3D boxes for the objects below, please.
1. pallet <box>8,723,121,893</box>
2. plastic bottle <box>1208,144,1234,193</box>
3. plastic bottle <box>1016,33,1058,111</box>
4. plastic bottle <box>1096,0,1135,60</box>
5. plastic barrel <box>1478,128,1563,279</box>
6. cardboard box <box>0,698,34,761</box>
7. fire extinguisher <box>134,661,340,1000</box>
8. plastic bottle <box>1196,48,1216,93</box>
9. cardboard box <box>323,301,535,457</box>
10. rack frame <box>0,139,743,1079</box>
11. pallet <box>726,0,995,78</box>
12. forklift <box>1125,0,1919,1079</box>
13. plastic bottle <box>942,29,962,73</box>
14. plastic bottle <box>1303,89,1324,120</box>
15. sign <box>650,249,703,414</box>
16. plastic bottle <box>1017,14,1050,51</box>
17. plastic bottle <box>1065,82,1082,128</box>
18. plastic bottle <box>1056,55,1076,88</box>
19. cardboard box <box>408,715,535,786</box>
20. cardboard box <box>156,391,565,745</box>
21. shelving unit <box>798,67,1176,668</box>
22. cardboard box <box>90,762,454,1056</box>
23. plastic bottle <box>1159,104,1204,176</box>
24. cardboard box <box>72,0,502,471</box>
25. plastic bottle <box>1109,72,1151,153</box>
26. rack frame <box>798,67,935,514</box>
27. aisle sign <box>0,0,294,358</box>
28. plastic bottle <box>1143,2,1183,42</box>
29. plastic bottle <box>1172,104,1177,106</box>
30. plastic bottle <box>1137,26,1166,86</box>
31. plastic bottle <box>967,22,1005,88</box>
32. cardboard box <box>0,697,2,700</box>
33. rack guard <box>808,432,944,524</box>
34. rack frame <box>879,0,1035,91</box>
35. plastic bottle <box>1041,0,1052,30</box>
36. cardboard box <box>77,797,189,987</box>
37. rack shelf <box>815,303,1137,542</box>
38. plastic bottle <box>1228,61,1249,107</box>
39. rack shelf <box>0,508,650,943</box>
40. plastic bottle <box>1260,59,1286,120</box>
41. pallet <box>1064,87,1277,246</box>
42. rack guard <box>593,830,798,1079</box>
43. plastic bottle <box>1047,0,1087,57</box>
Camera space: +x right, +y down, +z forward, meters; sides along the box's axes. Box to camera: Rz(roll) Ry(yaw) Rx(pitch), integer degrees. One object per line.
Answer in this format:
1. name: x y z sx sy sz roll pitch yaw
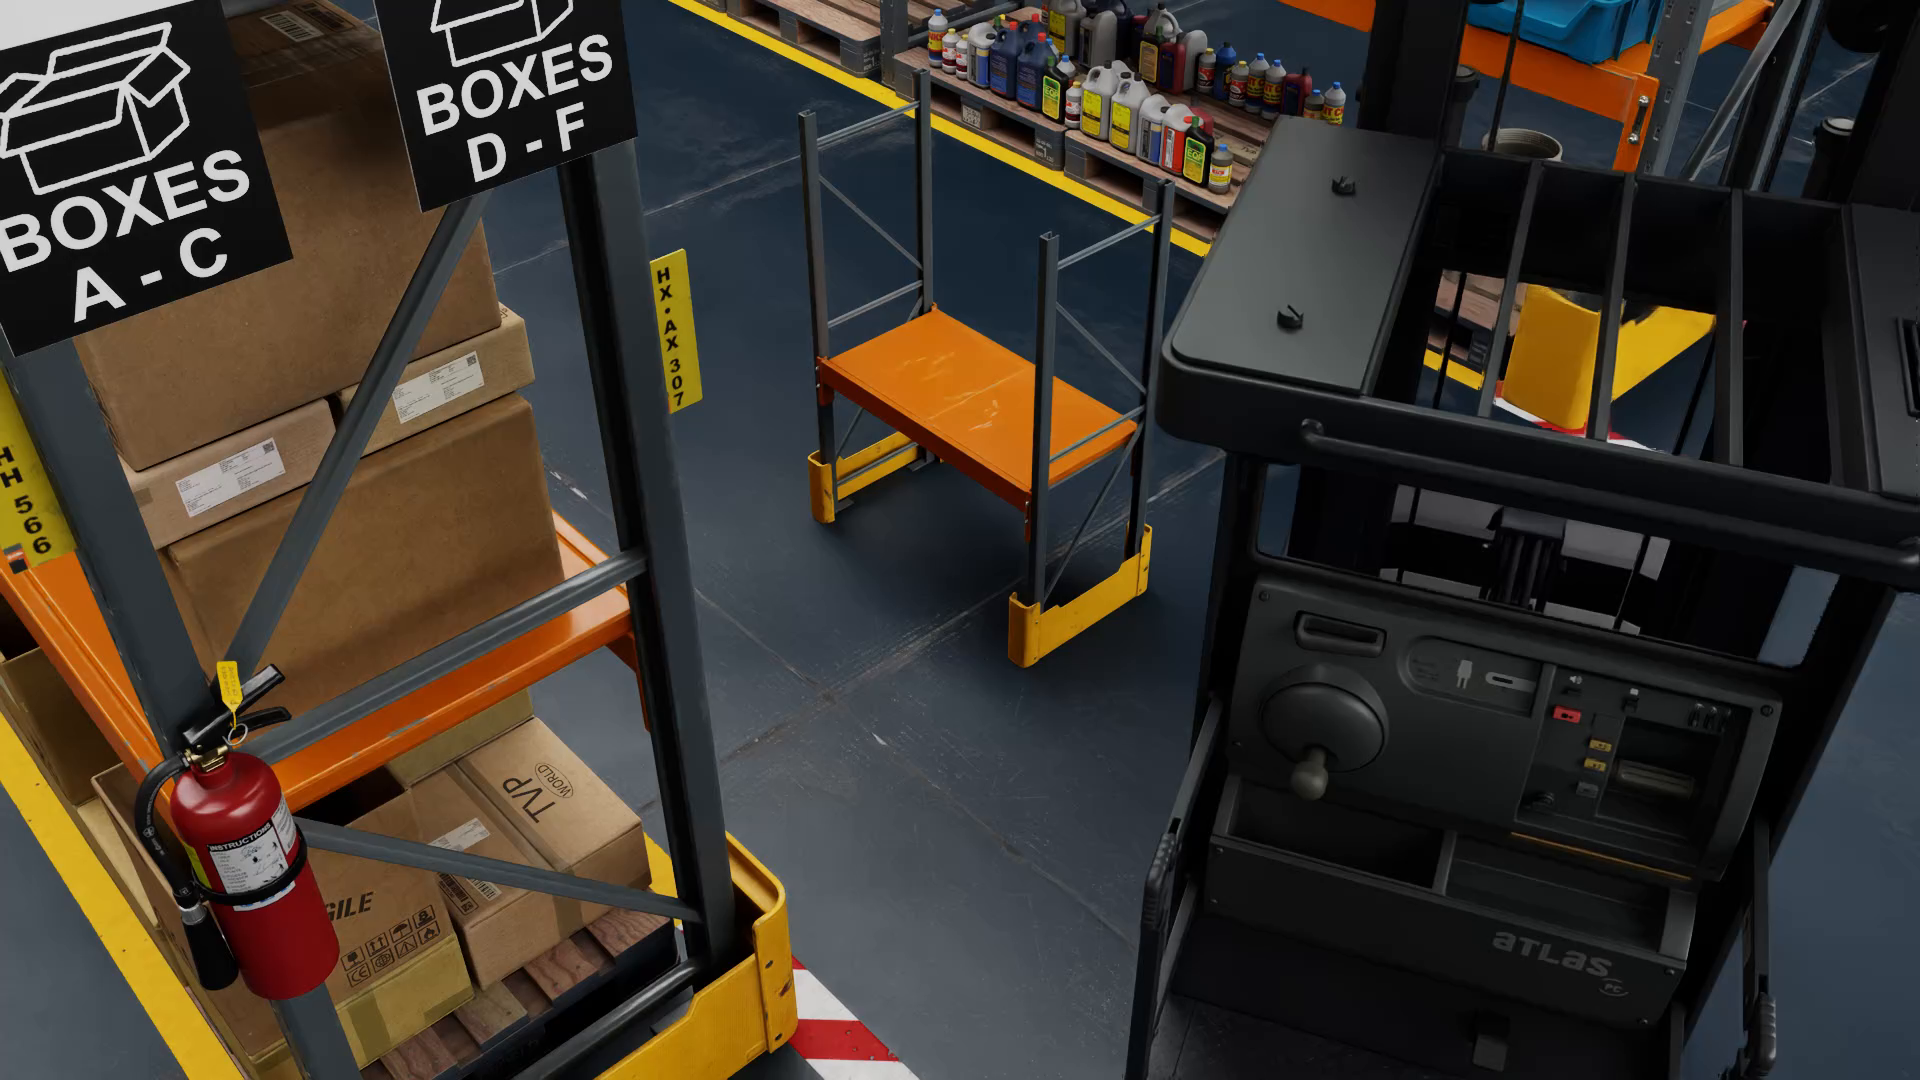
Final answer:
1. pallet: -2.316 0.406 5.079 1.003 0.211 1.213 -30 48 -32
2. plastic bottle: 1.139 -1.627 7.255 0.097 0.201 0.097 0 39 0
3. plastic bottle: 0.366 -2.236 7.889 0.185 0.351 0.144 32 49 33
4. plastic bottle: 0.776 -2.609 8.351 0.185 0.351 0.144 32 49 33
5. plastic barrel: 2.202 -1.349 6.679 0.421 0.512 0.421 0 39 0
6. cardboard box: -2.551 0.317 4.825 0.500 0.250 0.500 -30 48 -32
7. fire extinguisher: -1.209 0.504 2.800 0.296 0.674 0.183 -30 48 -32
8. plastic bottle: 1.202 -2.281 8.064 0.097 0.201 0.097 0 39 0
9. cardboard box: -1.054 -0.342 3.191 0.380 0.149 0.250 -30 48 -32
10. rack frame: -0.947 0.222 3.088 1.000 3.000 0.127 -30 48 -32
11. pallet: -0.561 -2.995 9.290 1.003 0.211 1.213 -30 48 -32
12. forklift: 0.905 0.423 2.894 1.130 2.935 3.031 13 41 15
13. plastic bottle: -0.040 -2.434 8.254 0.097 0.201 0.097 0 39 0
14. plastic bottle: 1.637 -1.983 7.695 0.097 0.201 0.097 0 39 0
15. sign: -0.534 -0.379 3.080 0.100 0.325 0.005 -30 48 -32
16. plastic bottle: 0.345 -2.384 8.073 0.144 0.351 0.185 -30 48 -32
17. plastic bottle: 0.541 -2.037 7.762 0.097 0.201 0.097 0 39 0
18. plastic bottle: 0.494 -2.153 7.849 0.097 0.271 0.097 0 39 0
19. cardboard box: -1.487 0.556 4.529 0.500 0.250 0.500 -30 48 -32
20. cardboard box: -1.254 -0.038 3.331 0.700 0.500 0.500 -30 48 -32
21. shelving unit: 0.052 -0.548 5.235 0.587 1.500 1.083 -30 48 -32
22. cardboard box: -1.529 0.715 3.735 0.500 0.500 0.500 -30 48 -32
23. plastic bottle: 0.989 -1.785 7.390 0.152 0.276 0.135 -30 47 -31
24. cardboard box: -1.289 -0.568 2.953 0.700 0.500 0.500 -30 48 -32
25. plastic bottle: 0.780 -1.953 7.539 0.144 0.351 0.185 -28 47 -30
26. rack frame: -0.286 -0.779 5.521 0.500 1.500 0.032 -30 48 -32
27. aisle sign: -1.119 -0.634 2.079 0.394 0.787 0.004 -30 48 -32
28. plastic bottle: 0.995 -2.459 8.166 0.144 0.351 0.185 -30 48 -32
29. plastic bottle: 0.974 -1.882 7.569 0.097 0.201 0.097 0 39 0
30. plastic bottle: 0.937 -2.378 8.118 0.061 0.283 0.133 -30 48 -32
31. plastic bottle: 0.130 -2.372 8.118 0.152 0.276 0.135 -28 47 -30
32. cardboard box: -2.553 0.026 4.587 0.500 0.500 0.500 -30 48 -32
33. rack guard: -0.285 -0.292 5.913 0.587 0.250 0.087 -30 48 -32
34. rack frame: -0.001 -3.732 7.984 1.000 3.000 0.127 -30 48 -32
35. plastic bottle: 0.473 -2.780 8.681 0.097 0.201 0.097 0 39 0
36. cardboard box: -1.875 0.779 4.252 0.500 0.250 0.500 -30 48 -32
37. rack shelf: 0.058 -0.404 5.343 0.538 0.185 1.000 -30 48 -32
38. plastic bottle: 1.341 -2.186 7.946 0.097 0.201 0.097 0 39 0
39. rack shelf: -2.300 -0.424 4.460 1.077 0.370 4.000 -30 48 -32
40. plastic bottle: 1.475 -2.121 7.810 0.097 0.271 0.097 0 39 0
41. pallet: 1.251 -1.754 7.754 1.003 0.211 1.213 -30 48 -32
42. rack guard: -0.931 1.206 3.859 1.175 0.500 0.348 -30 48 -32
43. plastic bottle: 0.540 -2.636 8.385 0.144 0.351 0.185 -30 48 -32
